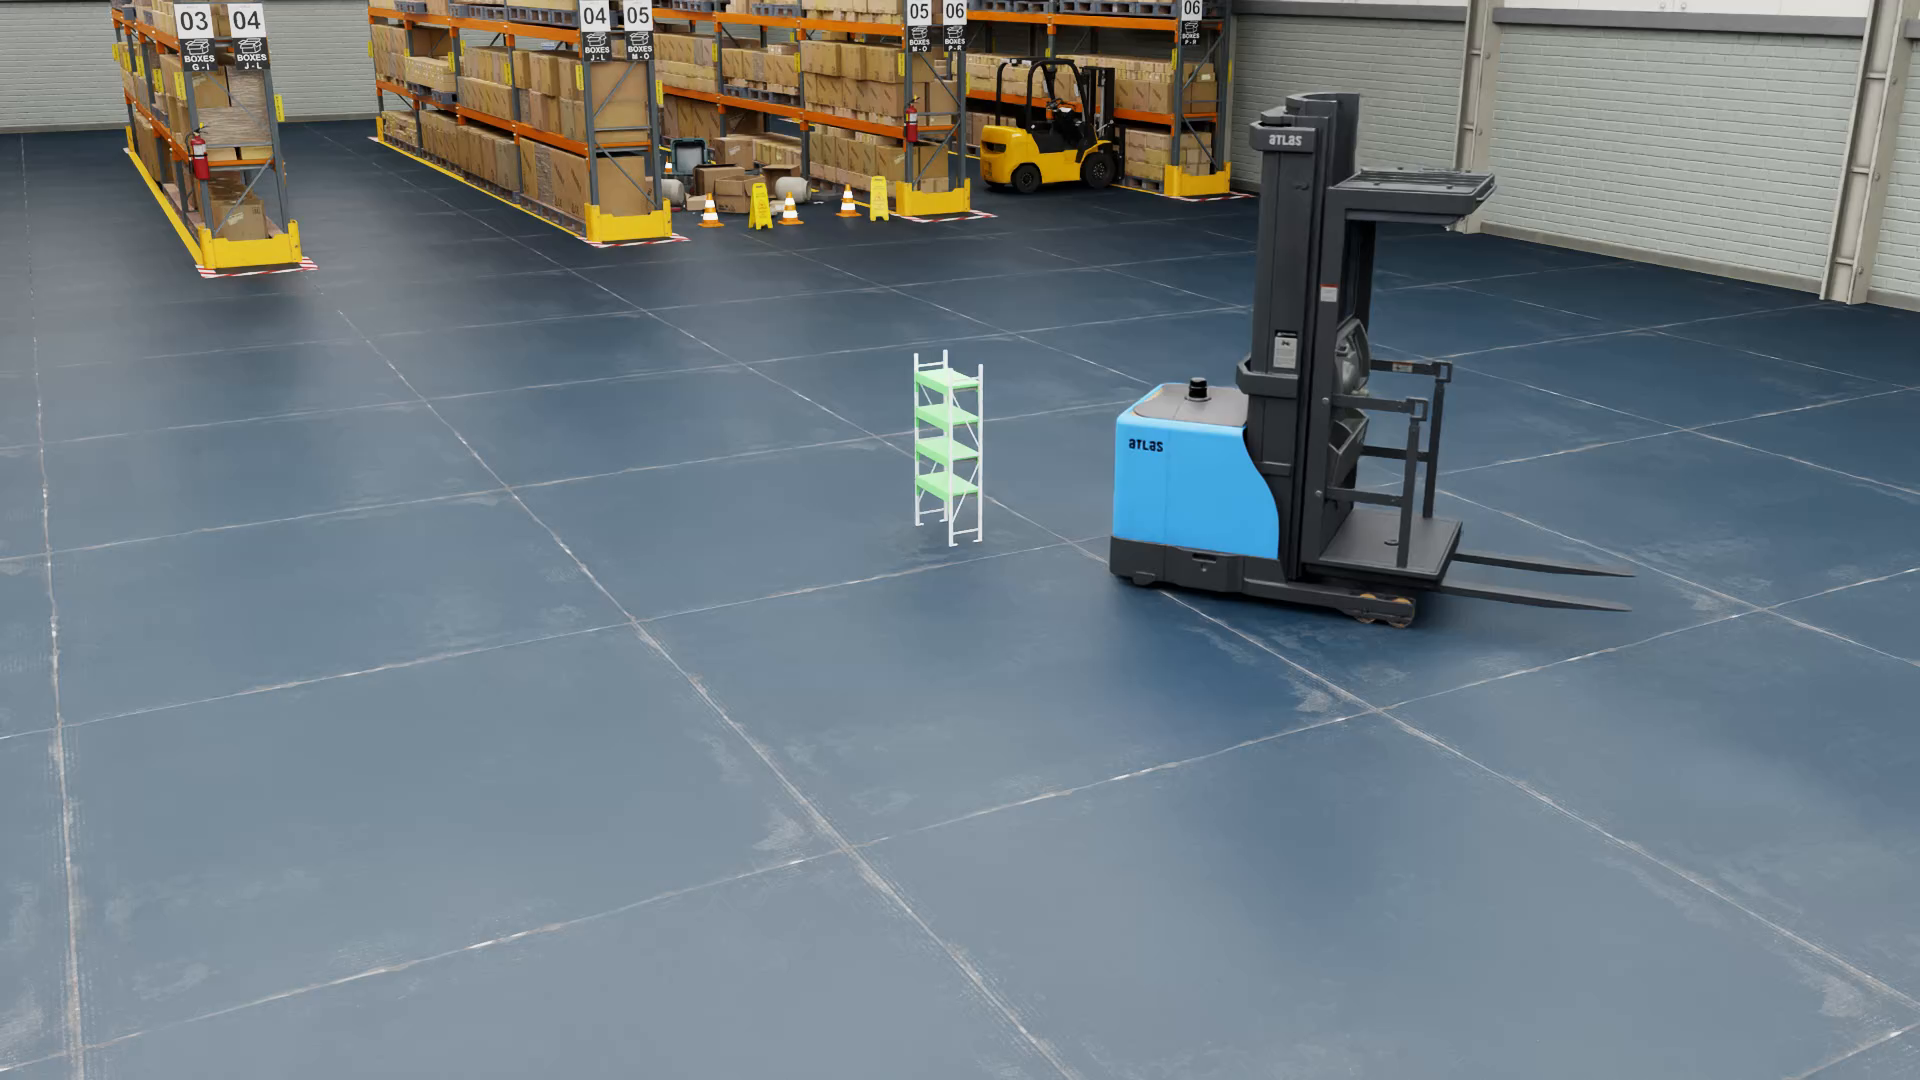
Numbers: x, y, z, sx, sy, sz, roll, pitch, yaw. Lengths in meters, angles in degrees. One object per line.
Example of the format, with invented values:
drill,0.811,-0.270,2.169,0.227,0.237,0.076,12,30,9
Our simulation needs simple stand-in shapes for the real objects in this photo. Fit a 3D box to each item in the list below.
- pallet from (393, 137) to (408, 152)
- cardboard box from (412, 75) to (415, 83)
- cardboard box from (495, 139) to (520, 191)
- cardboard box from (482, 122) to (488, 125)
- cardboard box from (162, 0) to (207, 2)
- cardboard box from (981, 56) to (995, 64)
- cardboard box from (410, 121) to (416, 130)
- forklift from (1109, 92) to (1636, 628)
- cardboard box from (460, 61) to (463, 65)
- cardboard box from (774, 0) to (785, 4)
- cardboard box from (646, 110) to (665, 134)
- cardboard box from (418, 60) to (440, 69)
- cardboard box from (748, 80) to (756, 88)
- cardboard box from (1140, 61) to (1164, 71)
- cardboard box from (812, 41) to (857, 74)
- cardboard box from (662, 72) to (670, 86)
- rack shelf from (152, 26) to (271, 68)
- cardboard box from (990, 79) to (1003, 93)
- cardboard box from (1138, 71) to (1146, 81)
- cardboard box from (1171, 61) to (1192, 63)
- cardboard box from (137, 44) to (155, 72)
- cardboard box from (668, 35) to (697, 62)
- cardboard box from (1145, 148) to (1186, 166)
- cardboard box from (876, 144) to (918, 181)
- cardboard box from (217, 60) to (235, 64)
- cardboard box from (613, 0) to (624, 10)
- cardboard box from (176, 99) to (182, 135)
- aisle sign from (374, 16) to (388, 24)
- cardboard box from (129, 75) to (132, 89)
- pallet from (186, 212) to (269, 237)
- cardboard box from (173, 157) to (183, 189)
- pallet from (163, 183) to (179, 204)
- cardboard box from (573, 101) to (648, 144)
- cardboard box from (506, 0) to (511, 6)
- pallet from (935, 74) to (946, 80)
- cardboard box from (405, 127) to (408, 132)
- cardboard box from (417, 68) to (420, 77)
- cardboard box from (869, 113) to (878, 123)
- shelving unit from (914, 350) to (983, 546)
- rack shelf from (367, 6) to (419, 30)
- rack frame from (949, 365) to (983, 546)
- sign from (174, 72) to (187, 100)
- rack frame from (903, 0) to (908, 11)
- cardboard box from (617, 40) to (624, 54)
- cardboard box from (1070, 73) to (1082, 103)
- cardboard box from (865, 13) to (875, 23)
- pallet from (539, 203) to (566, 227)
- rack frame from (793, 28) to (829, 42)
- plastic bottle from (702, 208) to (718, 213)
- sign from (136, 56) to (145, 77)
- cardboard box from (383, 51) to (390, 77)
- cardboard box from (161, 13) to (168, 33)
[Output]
pallet,-11.319,-8.375,35.080,1.003,0.211,1.213,-10,21,-27
cardboard box,-10.351,-8.900,32.066,0.380,0.149,0.250,-10,21,-26
cardboard box,-6.960,-6.158,27.185,1.050,0.750,0.750,-10,21,-27
cardboard box,-8.600,-7.614,30.637,0.500,0.250,0.500,-11,22,-29
cardboard box,-10.059,-7.219,21.480,0.500,0.500,0.500,-10,21,-27
cardboard box,0.635,-9.503,32.925,0.380,0.149,0.250,-10,21,-26
cardboard box,-10.939,-8.417,33.739,0.380,0.149,0.250,-10,21,-26
forklift,2.496,-1.074,9.751,3.031,2.935,1.130,8,21,22
cardboard box,-9.160,-8.908,31.178,0.380,0.149,0.250,-9,21,-25
cardboard box,-2.919,-9.492,29.027,0.500,0.250,0.500,-10,21,-26
cardboard box,-6.280,-9.135,36.292,0.875,0.438,0.875,-10,22,-27
cardboard box,-9.988,-8.961,31.332,0.380,0.149,0.250,-9,21,-25
cardboard box,-3.697,-8.449,30.761,0.380,0.149,0.250,-9,21,-23
cardboard box,3.287,-8.061,28.290,0.380,0.149,0.250,-10,21,-26
cardboard box,-2.037,-8.005,27.590,0.700,0.500,0.500,-10,21,-26
cardboard box,-5.853,-9.565,34.482,0.500,0.250,0.500,-11,22,-28
rack shelf,-10.050,-6.623,22.232,1.077,0.370,4.000,-10,21,-27
cardboard box,0.915,-8.896,32.543,0.500,0.250,0.500,-9,21,-25
cardboard box,3.252,-7.912,28.314,0.380,0.149,0.250,-10,21,-27
cardboard box,3.784,-8.054,28.271,0.380,0.149,0.250,-10,21,-26
cardboard box,-14.488,-8.756,30.216,0.797,0.503,0.637,-11,22,-28
cardboard box,-5.619,-10.014,33.868,0.500,0.500,0.500,-11,22,-28
cardboard box,3.482,-6.503,28.183,0.500,0.250,0.500,-10,22,-27
cardboard box,-0.988,-5.949,26.196,0.500,0.500,0.500,-10,21,-26
cardboard box,-9.591,-6.120,22.127,0.500,0.500,0.500,-10,21,-27
cardboard box,-4.567,-7.404,22.979,0.380,0.149,0.250,-10,21,-26
cardboard box,-10.106,-5.742,22.564,0.875,0.500,0.500,-10,21,-27
aisle sign,-12.583,-11.507,35.895,0.394,0.787,0.004,-10,21,-27
cardboard box,-15.487,-8.720,31.578,0.500,0.250,0.500,-9,21,-25
pallet,-10.649,-4.614,24.180,1.003,0.211,1.213,-10,21,-27
cardboard box,-12.288,-5.948,26.927,0.700,0.500,0.500,-12,22,-31
pallet,-12.529,-5.725,27.400,1.003,0.211,1.213,-10,21,-27
cardboard box,-4.903,-5.881,23.346,0.875,0.550,0.550,-10,21,-27
cardboard box,-6.713,-8.247,25.422,0.380,0.149,0.250,-10,22,-28
pallet,-0.194,-9.666,34.839,1.213,0.211,1.003,-10,21,-27
cardboard box,-11.268,-8.495,34.424,0.380,0.149,0.250,-9,21,-25
cardboard box,-10.101,-8.892,31.587,0.380,0.149,0.250,-9,21,-24
cardboard box,-1.214,-6.664,26.229,0.380,0.149,0.250,-10,21,-26
shelving unit,-0.079,-0.615,11.073,0.258,1.200,0.503,-10,21,-27
rack shelf,-11.335,-10.808,34.358,1.077,0.370,4.000,-10,21,-27
rack frame,0.037,-0.545,10.870,0.240,1.200,0.015,-10,21,-27
sign,-9.598,-5.588,20.467,0.100,0.325,0.005,-10,21,-27
rack frame,-0.378,-9.342,24.410,1.000,3.000,0.127,-10,21,-27
cardboard box,-7.259,-11.001,36.727,0.500,0.500,0.500,-10,21,-26
cardboard box,2.332,-8.157,30.019,0.500,0.500,0.500,-10,21,-26
cardboard box,-1.259,-8.160,25.967,0.380,0.149,0.250,-10,21,-27
pallet,-5.711,-4.960,25.181,1.003,0.211,1.213,-10,21,-27
rack frame,-3.610,-11.869,40.931,1.000,3.000,0.127,-10,21,-27
plastic bottle,-3.919,-5.137,25.923,0.283,0.061,0.133,16,25,39
sign,-13.386,-7.728,27.155,0.100,0.325,0.005,-10,21,-27
cardboard box,-11.816,-10.028,34.984,0.500,0.500,0.500,-10,21,-26
cardboard box,-10.271,-6.852,22.023,0.500,0.250,0.500,-10,22,-28
